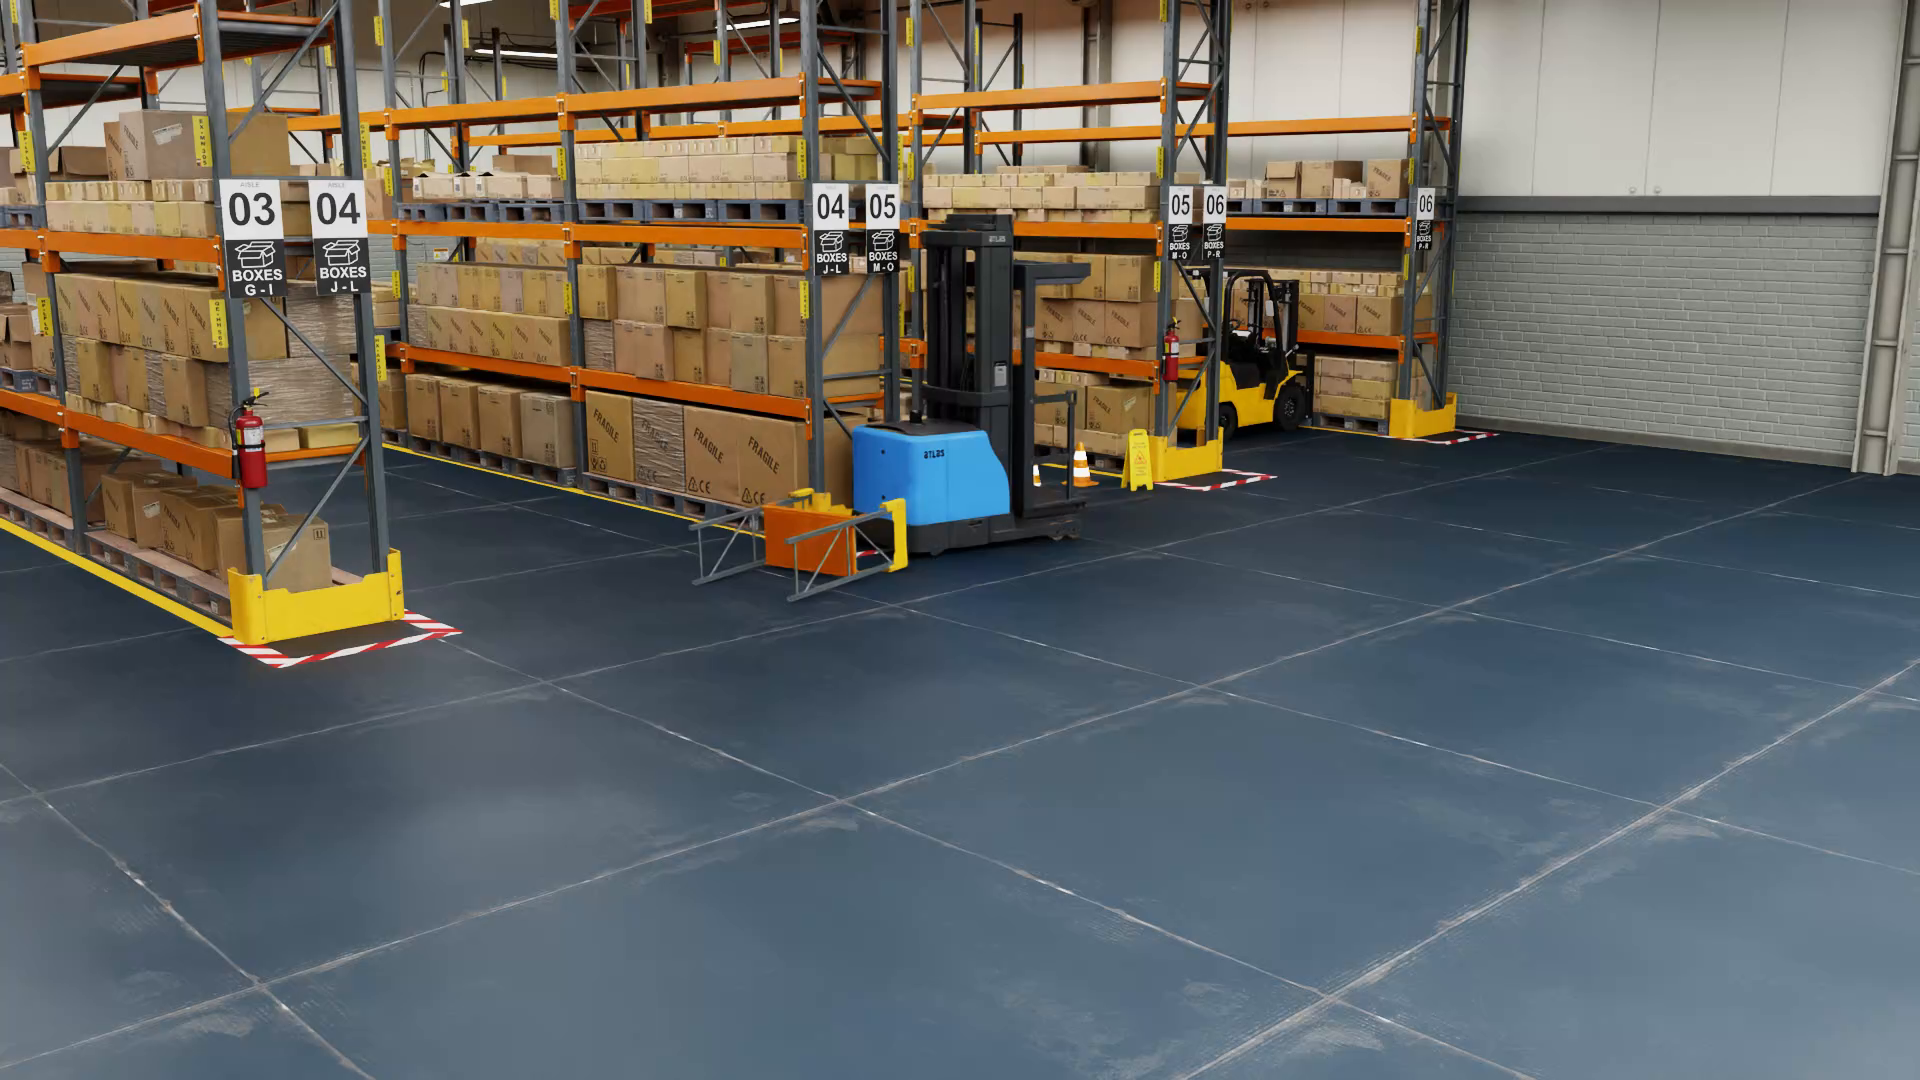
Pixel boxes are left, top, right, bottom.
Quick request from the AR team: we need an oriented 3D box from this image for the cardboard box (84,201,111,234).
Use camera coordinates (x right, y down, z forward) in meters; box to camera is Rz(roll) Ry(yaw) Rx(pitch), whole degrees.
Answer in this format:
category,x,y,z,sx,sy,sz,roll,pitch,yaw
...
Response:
category,x,y,z,sx,sy,sz,roll,pitch,yaw
cardboard box,-6.549,-2.548,13.122,0.500,0.250,0.500,11,16,43

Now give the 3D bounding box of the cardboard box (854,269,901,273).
category,x,y,z,sx,sy,sz,roll,pitch,yaw
cardboard box,-1.040,-3.293,21.775,0.500,0.500,0.500,-11,16,-42

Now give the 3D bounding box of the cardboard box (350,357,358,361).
category,x,y,z,sx,sy,sz,roll,pitch,yaw
cardboard box,-8.209,-2.300,22.275,0.500,0.250,0.500,-10,15,-40

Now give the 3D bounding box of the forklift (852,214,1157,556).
category,x,y,z,sx,sy,sz,roll,pitch,yaw
forklift,0.504,-1.511,15.321,3.031,2.935,1.130,-9,14,-36

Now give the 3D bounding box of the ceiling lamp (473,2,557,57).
category,x,y,z,sx,sy,sz,roll,pitch,yaw
ceiling lamp,-8.446,-11.093,32.325,2.000,3.185,0.800,-11,16,-43

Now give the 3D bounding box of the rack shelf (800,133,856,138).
category,x,y,z,sx,sy,sz,roll,pitch,yaw
rack shelf,-3.530,-7.521,31.247,1.077,0.370,4.000,-11,16,-43

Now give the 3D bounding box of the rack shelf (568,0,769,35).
category,x,y,z,sx,sy,sz,roll,pitch,yaw
rack shelf,-4.355,-7.875,24.717,1.077,0.370,4.000,-11,16,-43

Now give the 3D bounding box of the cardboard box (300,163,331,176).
category,x,y,z,sx,sy,sz,roll,pitch,yaw
cardboard box,-8.275,-4.730,22.044,0.797,0.503,0.637,-11,16,-43

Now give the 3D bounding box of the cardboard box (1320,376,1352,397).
category,x,y,z,sx,sy,sz,roll,pitch,yaw
cardboard box,5.238,-2.100,22.542,0.500,0.250,0.500,-11,16,-43

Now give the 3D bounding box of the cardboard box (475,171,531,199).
category,x,y,z,sx,sy,sz,roll,pitch,yaw
cardboard box,-5.091,-3.986,18.662,0.500,0.311,0.500,11,16,43

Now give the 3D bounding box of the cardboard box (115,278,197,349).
category,x,y,z,sx,sy,sz,roll,pitch,yaw
cardboard box,-6.207,-1.770,12.946,0.500,0.500,0.500,-11,16,-43

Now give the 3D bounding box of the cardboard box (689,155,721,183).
category,x,y,z,sx,sy,sz,roll,pitch,yaw
cardboard box,-2.190,-3.472,15.581,0.500,0.250,0.500,-11,16,-43

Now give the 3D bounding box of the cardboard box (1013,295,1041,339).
category,x,y,z,sx,sy,sz,roll,pitch,yaw
cardboard box,0.955,-2.661,19.746,0.500,0.500,0.500,-11,16,-42

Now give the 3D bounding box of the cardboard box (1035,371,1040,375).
category,x,y,z,sx,sy,sz,roll,pitch,yaw
cardboard box,1.097,-1.814,20.537,0.500,0.500,0.500,-10,15,-40

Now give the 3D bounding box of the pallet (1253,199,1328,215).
category,x,y,z,sx,sy,sz,roll,pitch,yaw
pallet,4.822,-4.604,22.951,1.003,0.211,1.213,-11,16,-43

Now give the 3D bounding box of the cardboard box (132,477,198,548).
category,x,y,z,sx,sy,sz,roll,pitch,yaw
cardboard box,-6.731,-0.239,14.131,0.500,0.500,0.500,-5,13,-25

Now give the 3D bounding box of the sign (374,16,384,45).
category,x,y,z,sx,sy,sz,roll,pitch,yaw
sign,-6.870,-6.022,19.668,0.100,0.325,0.005,-11,16,-43

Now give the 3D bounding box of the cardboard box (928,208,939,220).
category,x,y,z,sx,sy,sz,roll,pitch,yaw
cardboard box,-0.173,-4.051,20.667,0.380,0.149,0.250,-11,16,-43

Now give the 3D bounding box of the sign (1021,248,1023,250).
category,x,y,z,sx,sy,sz,roll,pitch,yaw
sign,1.013,-4.706,27.790,0.100,0.325,0.005,-11,16,-43

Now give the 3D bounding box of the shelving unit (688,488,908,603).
category,x,y,z,sx,sy,sz,roll,pitch,yaw
shelving unit,-1.322,0.035,13.688,1.083,0.587,1.500,7,16,34

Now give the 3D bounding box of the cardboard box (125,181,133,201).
category,x,y,z,sx,sy,sz,roll,pitch,yaw
cardboard box,-6.083,-2.646,12.609,0.250,0.149,0.380,11,16,42

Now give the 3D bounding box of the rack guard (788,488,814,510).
category,x,y,z,sx,sy,sz,roll,pitch,yaw
rack guard,-1.369,-0.143,14.466,0.087,0.587,0.250,7,16,34

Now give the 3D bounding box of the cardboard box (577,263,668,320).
category,x,y,z,sx,sy,sz,roll,pitch,yaw
cardboard box,-3.492,-2.624,17.507,0.875,0.550,0.550,-11,16,-43

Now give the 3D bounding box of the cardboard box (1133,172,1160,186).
category,x,y,z,sx,sy,sz,roll,pitch,yaw
cardboard box,2.104,-3.946,18.184,0.380,0.149,0.250,-11,16,-42

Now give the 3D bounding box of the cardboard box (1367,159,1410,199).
category,x,y,z,sx,sy,sz,roll,pitch,yaw
cardboard box,5.656,-4.697,21.645,0.500,0.500,0.500,-10,15,-41

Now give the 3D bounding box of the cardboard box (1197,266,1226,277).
category,x,y,z,sx,sy,sz,roll,pitch,yaw
cardboard box,3.640,-3.879,24.051,0.380,0.149,0.250,-11,16,-42

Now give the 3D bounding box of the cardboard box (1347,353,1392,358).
category,x,y,z,sx,sy,sz,roll,pitch,yaw
cardboard box,5.596,-2.411,22.816,0.500,0.250,0.500,-11,16,-42

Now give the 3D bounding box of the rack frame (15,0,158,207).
category,x,y,z,sx,sy,sz,roll,pitch,yaw
rack frame,-7.379,-4.343,14.027,1.000,3.000,0.127,-11,16,-43

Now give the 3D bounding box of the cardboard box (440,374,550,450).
category,x,y,z,sx,sy,sz,roll,pitch,yaw
cardboard box,-5.522,-1.540,19.825,1.050,0.750,0.750,-11,16,-42

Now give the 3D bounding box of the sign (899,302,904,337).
category,x,y,z,sx,sy,sz,roll,pitch,yaw
sign,-0.554,-2.036,15.358,0.100,0.325,0.005,-11,16,-43

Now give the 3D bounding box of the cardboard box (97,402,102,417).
category,x,y,z,sx,sy,sz,roll,pitch,yaw
cardboard box,-6.913,-1.102,13.787,0.380,0.149,0.250,-11,16,-43

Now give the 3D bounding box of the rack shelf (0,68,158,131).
category,x,y,z,sx,sy,sz,roll,pitch,yaw
rack shelf,-8.760,-4.086,15.557,1.077,0.370,4.000,-11,16,-43

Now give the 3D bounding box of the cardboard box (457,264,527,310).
category,x,y,z,sx,sy,sz,roll,pitch,yaw
cardboard box,-5.475,-2.988,19.594,0.700,0.500,0.500,-11,16,-43

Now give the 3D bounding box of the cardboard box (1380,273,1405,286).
category,x,y,z,sx,sy,sz,roll,pitch,yaw
cardboard box,5.739,-3.429,21.867,0.380,0.149,0.250,-11,16,-42

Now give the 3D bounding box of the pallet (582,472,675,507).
category,x,y,z,sx,sy,sz,roll,pitch,yaw
pallet,-3.253,-0.593,17.605,1.003,0.211,1.213,-11,16,-43

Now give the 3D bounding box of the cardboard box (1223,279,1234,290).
category,x,y,z,sx,sy,sz,roll,pitch,yaw
cardboard box,3.903,-3.643,23.643,0.380,0.149,0.250,-10,16,-41

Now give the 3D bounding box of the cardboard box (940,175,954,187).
category,x,y,z,sx,sy,sz,roll,pitch,yaw
cardboard box,-0.029,-4.397,20.369,0.380,0.149,0.250,-10,15,-41

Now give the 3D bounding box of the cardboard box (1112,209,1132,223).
category,x,y,z,sx,sy,sz,roll,pitch,yaw
cardboard box,1.907,-3.592,18.442,0.380,0.149,0.250,-11,16,-42

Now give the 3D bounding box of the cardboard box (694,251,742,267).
category,x,y,z,sx,sy,sz,roll,pitch,yaw
cardboard box,-3.520,-3.947,24.247,0.500,0.500,0.500,11,16,44

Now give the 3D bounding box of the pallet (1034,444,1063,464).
category,x,y,z,sx,sy,sz,roll,pitch,yaw
pallet,1.125,-1.148,20.300,1.003,0.211,1.213,-11,16,-43

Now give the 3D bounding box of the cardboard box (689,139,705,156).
category,x,y,z,sx,sy,sz,roll,pitch,yaw
cardboard box,-2.315,-3.676,15.582,0.380,0.149,0.250,-11,16,-43

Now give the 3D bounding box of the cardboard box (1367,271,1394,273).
category,x,y,z,sx,sy,sz,roll,pitch,yaw
cardboard box,5.712,-3.564,22.524,0.380,0.149,0.250,-10,16,-41

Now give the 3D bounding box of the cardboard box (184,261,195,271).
category,x,y,z,sx,sy,sz,roll,pitch,yaw
cardboard box,-11.538,-4.341,25.424,0.500,0.500,0.500,-10,15,-41

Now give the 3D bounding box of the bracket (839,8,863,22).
category,x,y,z,sx,sy,sz,roll,pitch,yaw
bracket,-1.948,-9.463,29.962,0.235,0.232,0.430,-11,16,-43

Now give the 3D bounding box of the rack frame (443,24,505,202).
category,x,y,z,sx,sy,sz,roll,pitch,yaw
rack frame,-8.498,-7.475,29.230,1.000,3.000,0.127,-11,16,-43

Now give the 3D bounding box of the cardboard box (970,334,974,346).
category,x,y,z,sx,sy,sz,roll,pitch,yaw
cardboard box,0.337,-2.466,20.410,0.380,0.149,0.250,-10,15,-41

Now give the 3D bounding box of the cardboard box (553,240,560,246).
category,x,y,z,sx,sy,sz,roll,pitch,yaw
cardboard box,-6.448,-4.901,27.272,0.380,0.149,0.250,-11,16,-42

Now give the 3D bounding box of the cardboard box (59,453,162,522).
category,x,y,z,sx,sy,sz,roll,pitch,yaw
cardboard box,-7.787,-0.488,15.290,0.500,0.500,0.700,10,15,41

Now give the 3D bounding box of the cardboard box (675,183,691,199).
category,x,y,z,sx,sy,sz,roll,pitch,yaw
cardboard box,-2.487,-3.322,15.839,0.380,0.149,0.250,-11,16,-42

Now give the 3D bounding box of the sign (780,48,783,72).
category,x,y,z,sx,sy,sz,roll,pitch,yaw
sign,-2.588,-6.881,23.835,0.100,0.325,0.005,-11,16,-43

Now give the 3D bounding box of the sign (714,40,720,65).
category,x,y,z,sx,sy,sz,roll,pitch,yaw
sign,-3.373,-6.764,23.075,0.100,0.325,0.005,-11,16,-43

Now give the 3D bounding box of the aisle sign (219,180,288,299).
category,x,y,z,sx,sy,sz,roll,pitch,yaw
aisle sign,-4.791,-2.043,11.290,0.394,0.787,0.004,-11,16,-43

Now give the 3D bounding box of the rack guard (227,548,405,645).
category,x,y,z,sx,sy,sz,roll,pitch,yaw
rack guard,-4.669,0.393,12.105,1.175,0.500,0.348,-11,16,-43

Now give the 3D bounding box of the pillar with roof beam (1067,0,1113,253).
category,x,y,z,sx,sy,sz,roll,pitch,yaw
pillar with roof beam,-0.948,-6.335,23.698,9.100,9.000,0.548,-11,16,-43
